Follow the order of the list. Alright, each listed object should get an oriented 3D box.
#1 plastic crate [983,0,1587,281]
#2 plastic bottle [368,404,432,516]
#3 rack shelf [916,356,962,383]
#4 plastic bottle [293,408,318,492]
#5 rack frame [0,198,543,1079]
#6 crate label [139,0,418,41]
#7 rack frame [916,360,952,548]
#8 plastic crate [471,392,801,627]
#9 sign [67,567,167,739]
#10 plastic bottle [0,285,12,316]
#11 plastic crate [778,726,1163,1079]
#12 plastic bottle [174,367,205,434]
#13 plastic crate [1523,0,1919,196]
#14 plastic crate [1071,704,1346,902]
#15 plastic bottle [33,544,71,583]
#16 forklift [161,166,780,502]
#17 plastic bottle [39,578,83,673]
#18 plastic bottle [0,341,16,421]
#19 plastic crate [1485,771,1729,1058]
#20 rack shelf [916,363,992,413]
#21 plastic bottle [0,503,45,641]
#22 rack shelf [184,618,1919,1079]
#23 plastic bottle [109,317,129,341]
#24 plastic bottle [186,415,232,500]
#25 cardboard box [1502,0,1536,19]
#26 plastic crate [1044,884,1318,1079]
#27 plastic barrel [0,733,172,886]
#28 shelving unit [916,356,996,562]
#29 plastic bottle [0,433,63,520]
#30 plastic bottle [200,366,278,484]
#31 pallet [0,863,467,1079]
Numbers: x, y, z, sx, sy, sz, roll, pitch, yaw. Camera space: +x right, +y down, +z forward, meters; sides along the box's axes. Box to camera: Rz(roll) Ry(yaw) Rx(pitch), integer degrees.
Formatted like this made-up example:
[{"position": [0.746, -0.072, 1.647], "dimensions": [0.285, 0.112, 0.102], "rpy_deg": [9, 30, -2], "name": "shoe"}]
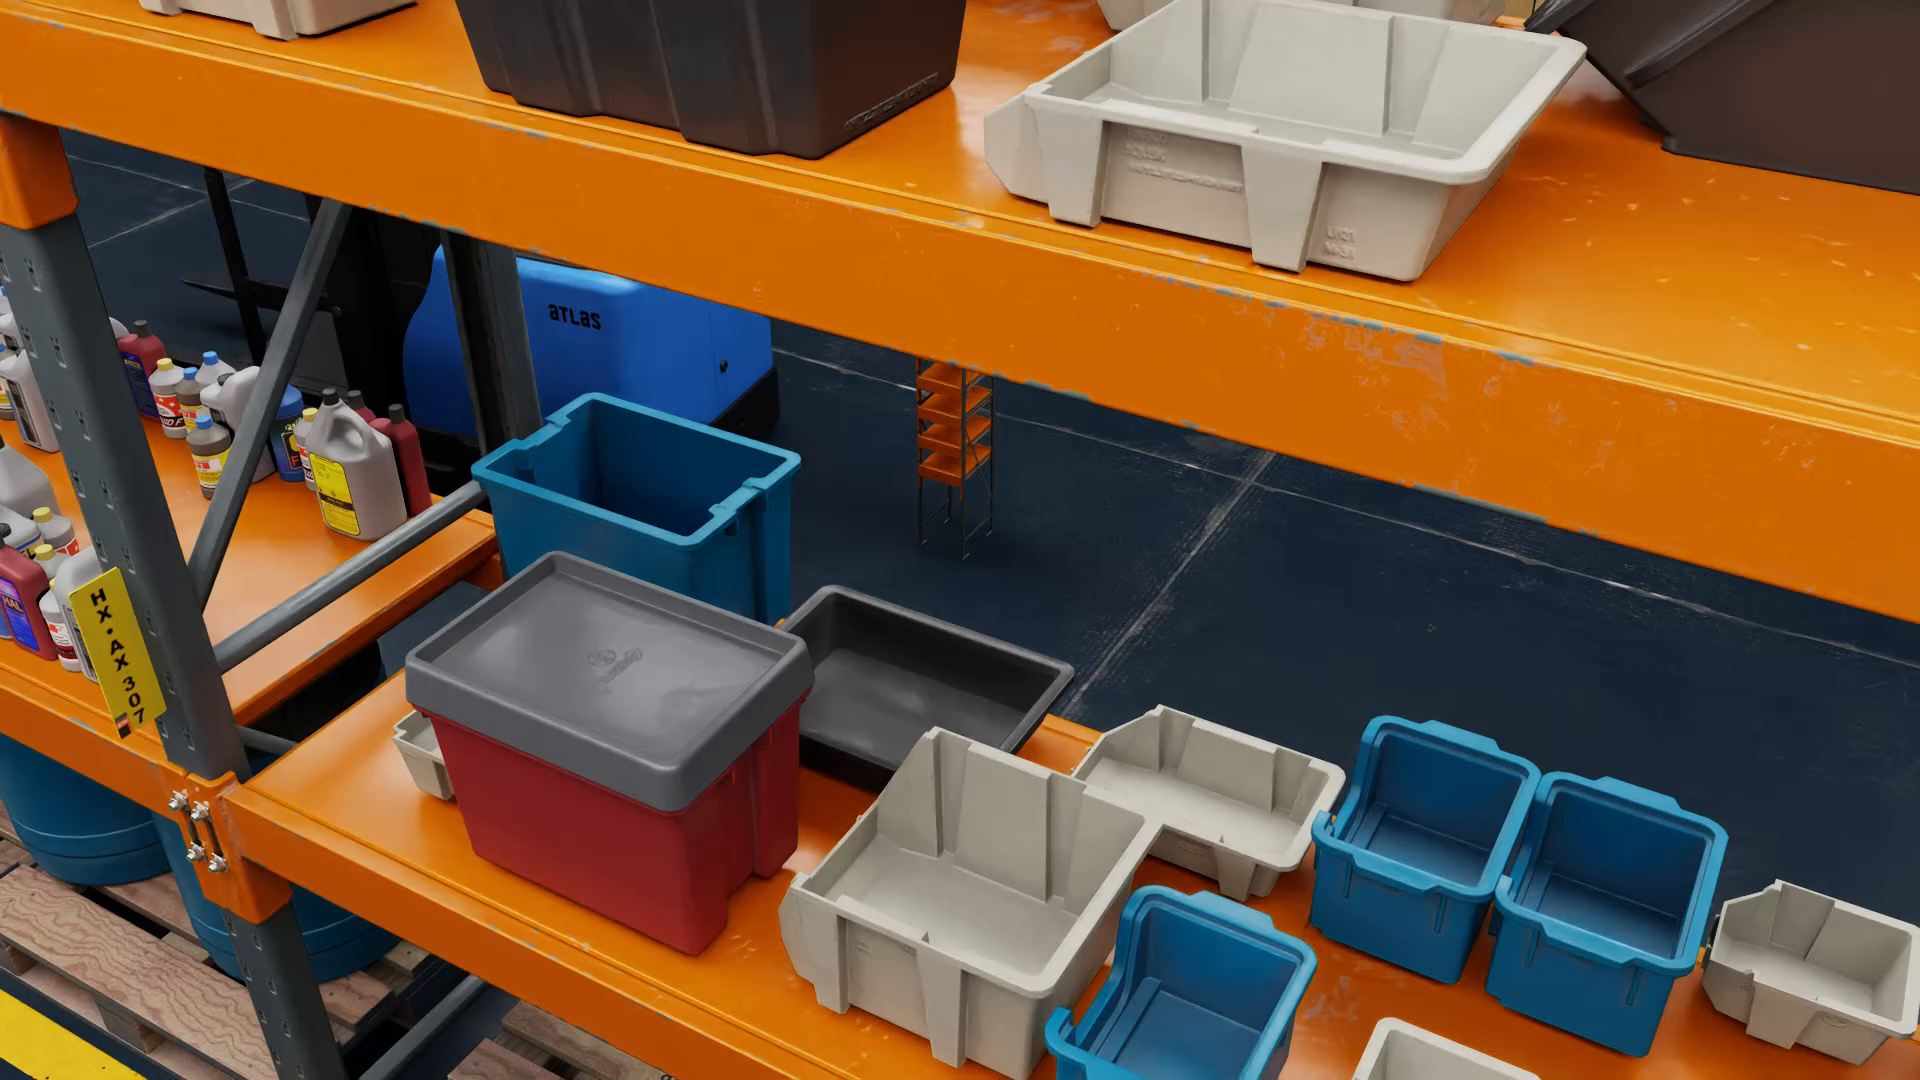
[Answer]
[{"position": [0.321, -0.431, 1.722], "dimensions": [0.530, 0.136, 0.437], "rpy_deg": [18, 37, 24], "name": "plastic crate"}, {"position": [-1.341, -0.201, 3.950], "dimensions": [0.133, 0.283, 0.061], "rpy_deg": [18, 37, 24], "name": "plastic bottle"}, {"position": [-0.013, -0.666, 5.815], "dimensions": [0.180, 0.103, 0.258], "rpy_deg": [18, 37, 24], "name": "rack shelf"}, {"position": [-1.566, -0.226, 4.062], "dimensions": [0.097, 0.201, 0.097], "rpy_deg": [0, 34, 0], "name": "plastic bottle"}, {"position": [-1.235, 0.057, 3.458], "dimensions": [0.127, 3.000, 1.000], "rpy_deg": [18, 37, 24], "name": "rack frame"}, {"position": [-0.953, -0.808, 2.289], "dimensions": [0.466, 0.136, 0.293], "rpy_deg": [18, 37, 24], "name": "crate label"}, {"position": [-0.092, -0.529, 5.961], "dimensions": [0.006, 1.200, 0.240], "rpy_deg": [18, 37, 24], "name": "rack frame"}, {"position": [-0.660, 0.003, 3.500], "dimensions": [0.575, 0.384, 0.392], "rpy_deg": [18, 37, 24], "name": "plastic crate"}, {"position": [-1.509, 0.206, 2.985], "dimensions": [0.005, 0.325, 0.100], "rpy_deg": [18, 37, 24], "name": "sign"}, {"position": [-2.540, -0.564, 4.506], "dimensions": [0.097, 0.271, 0.097], "rpy_deg": [0, 34, 0], "name": "plastic bottle"}, {"position": [0.000, 0.590, 2.711], "dimensions": [0.530, 0.282, 0.437], "rpy_deg": [18, 37, 24], "name": "plastic crate"}, {"position": [-1.937, -0.343, 4.239], "dimensions": [0.097, 0.201, 0.097], "rpy_deg": [0, 34, 0], "name": "plastic bottle"}, {"position": [1.048, -0.618, 1.822], "dimensions": [0.767, 0.338, 0.504], "rpy_deg": [18, 37, 24], "name": "plastic crate"}, {"position": [0.426, 0.476, 3.013], "dimensions": [0.466, 0.136, 0.293], "rpy_deg": [18, 37, 24], "name": "plastic crate"}, {"position": [-1.937, 0.102, 3.570], "dimensions": [0.097, 0.201, 0.097], "rpy_deg": [0, 34, 0], "name": "plastic bottle"}, {"position": [-2.311, -1.767, 6.259], "dimensions": [3.031, 2.935, 1.130], "rpy_deg": [13, 36, 19], "name": "forklift"}, {"position": [-1.852, 0.168, 3.470], "dimensions": [0.097, 0.201, 0.097], "rpy_deg": [0, 34, 0], "name": "plastic bottle"}, {"position": [-2.498, -0.424, 4.360], "dimensions": [0.097, 0.201, 0.097], "rpy_deg": [0, 34, 0], "name": "plastic bottle"}, {"position": [1.044, 0.613, 2.720], "dimensions": [0.300, 0.233, 0.416], "rpy_deg": [18, 37, 24], "name": "plastic crate"}, {"position": [-0.013, -0.566, 5.882], "dimensions": [0.180, 0.103, 0.258], "rpy_deg": [18, 37, 24], "name": "rack shelf"}, {"position": [-2.054, 0.055, 3.573], "dimensions": [0.135, 0.276, 0.152], "rpy_deg": [18, 37, 24], "name": "plastic bottle"}, {"position": [0.502, 0.906, 2.832], "dimensions": [4.000, 0.370, 1.077], "rpy_deg": [18, 37, 24], "name": "rack shelf"}, {"position": [-2.251, -0.457, 4.341], "dimensions": [0.135, 0.276, 0.152], "rpy_deg": [18, 37, 24], "name": "plastic bottle"}, {"position": [-1.811, -0.206, 4.033], "dimensions": [0.097, 0.201, 0.097], "rpy_deg": [0, 34, 0], "name": "plastic bottle"}, {"position": [1.980, -1.957, 6.392], "dimensions": [0.500, 0.500, 0.500], "rpy_deg": [18, 38, 25], "name": "cardboard box"}, {"position": [0.328, 0.760, 2.499], "dimensions": [0.300, 0.233, 0.416], "rpy_deg": [18, 37, 24], "name": "plastic crate"}, {"position": [-2.313, 0.403, 4.453], "dimensions": [0.708, 0.901, 0.600], "rpy_deg": [18, 37, 24], "name": "plastic barrel"}, {"position": [-0.013, -0.503, 5.923], "dimensions": [0.189, 1.200, 0.258], "rpy_deg": [18, 37, 24], "name": "shelving unit"}, {"position": [-2.124, -0.087, 3.719], "dimensions": [0.185, 0.351, 0.144], "rpy_deg": [18, 37, 24], "name": "plastic bottle"}, {"position": [-1.765, -0.303, 4.110], "dimensions": [0.135, 0.276, 0.152], "rpy_deg": [18, 37, 24], "name": "plastic bottle"}, {"position": [-1.884, 0.985, 4.580], "dimensions": [1.213, 0.211, 1.003], "rpy_deg": [18, 37, 24], "name": "pallet"}]
